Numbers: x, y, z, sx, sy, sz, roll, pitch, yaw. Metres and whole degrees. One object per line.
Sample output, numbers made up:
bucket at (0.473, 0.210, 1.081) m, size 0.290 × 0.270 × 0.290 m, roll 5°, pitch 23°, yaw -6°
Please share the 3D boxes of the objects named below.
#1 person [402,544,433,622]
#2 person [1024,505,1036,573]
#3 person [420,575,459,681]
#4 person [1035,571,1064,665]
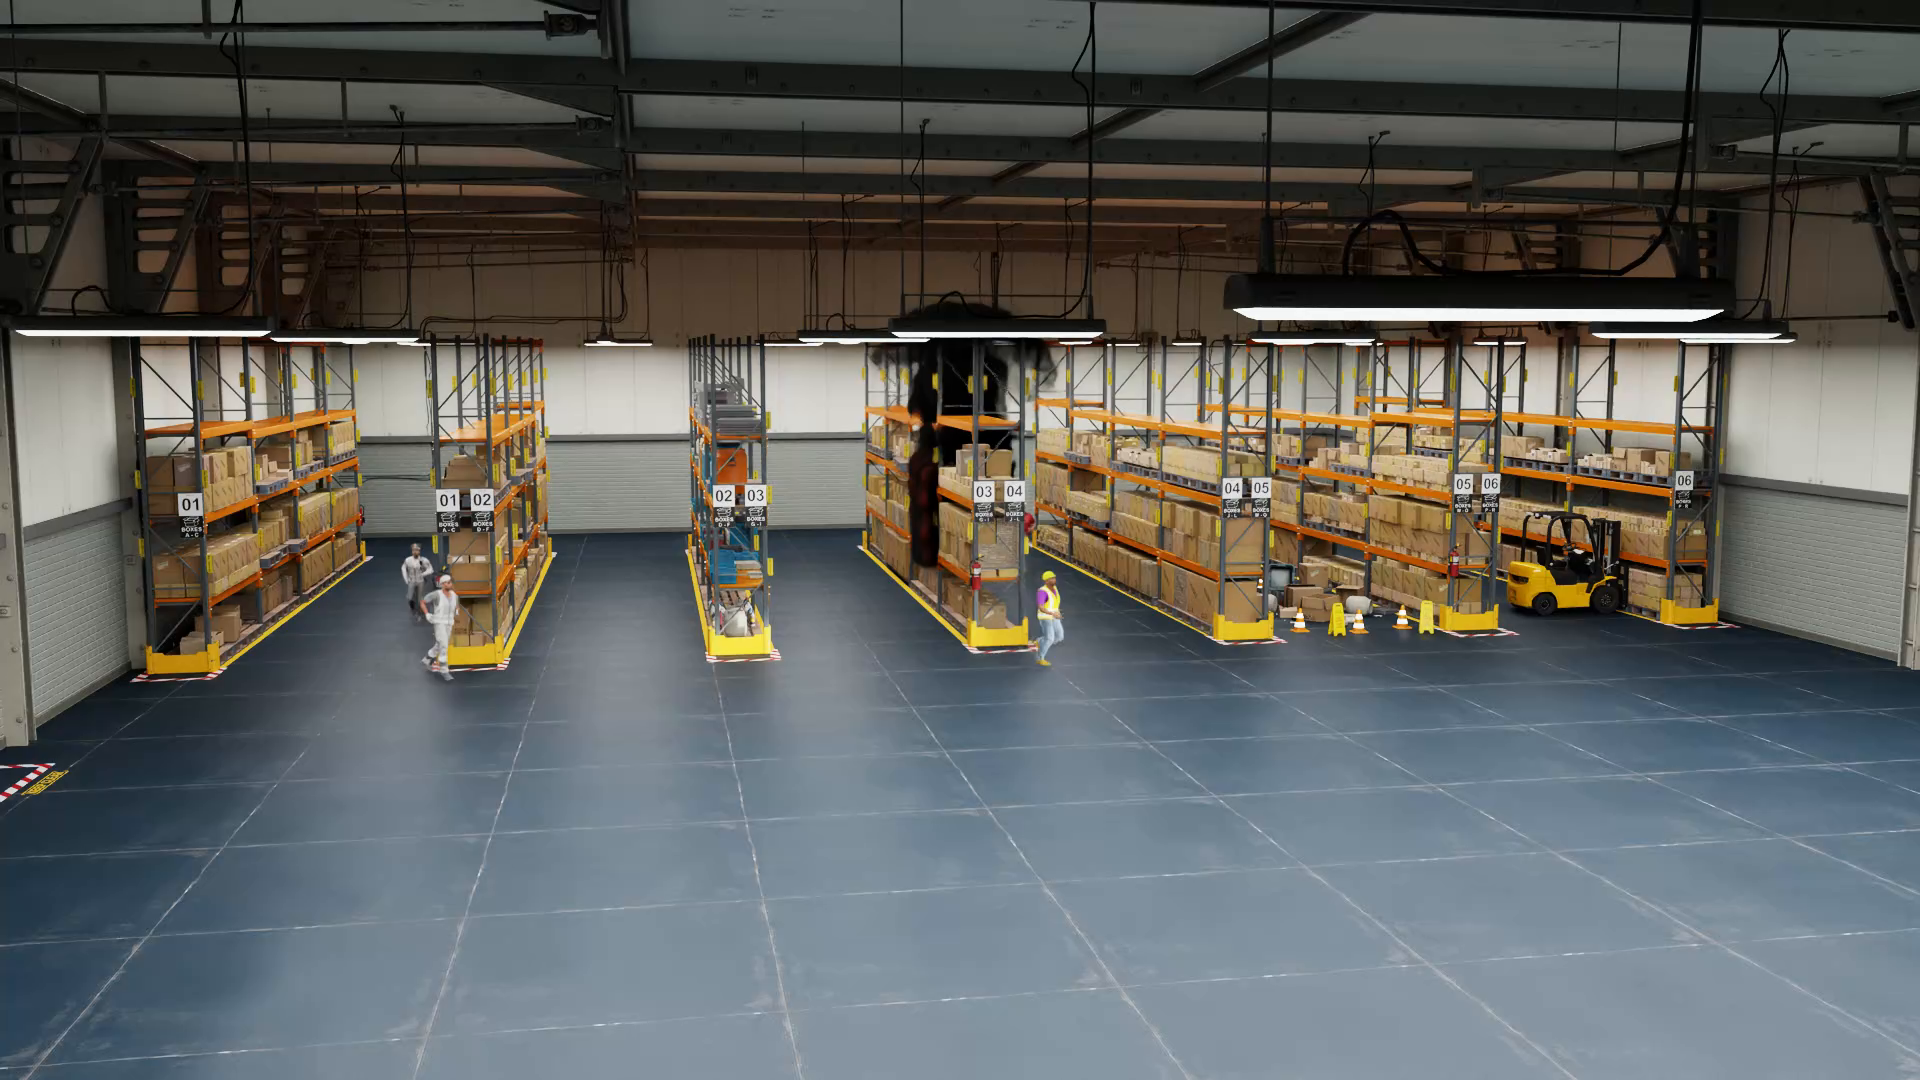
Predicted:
person at (-11.367, 0.899, 34.811) m, size 0.667 × 1.666 × 0.532 m, roll -1°, pitch 7°, yaw -6°
person at (1.651, -0.062, 43.232) m, size 0.629 × 1.743 × 1.143 m, roll -2°, pitch 7°, yaw -18°
person at (-9.071, 1.513, 29.185) m, size 0.930 × 1.809 × 0.696 m, roll 4°, pitch 8°, yaw 32°
person at (1.635, 1.413, 30.256) m, size 0.643 × 1.723 × 0.734 m, roll 4°, pitch 8°, yaw 30°
